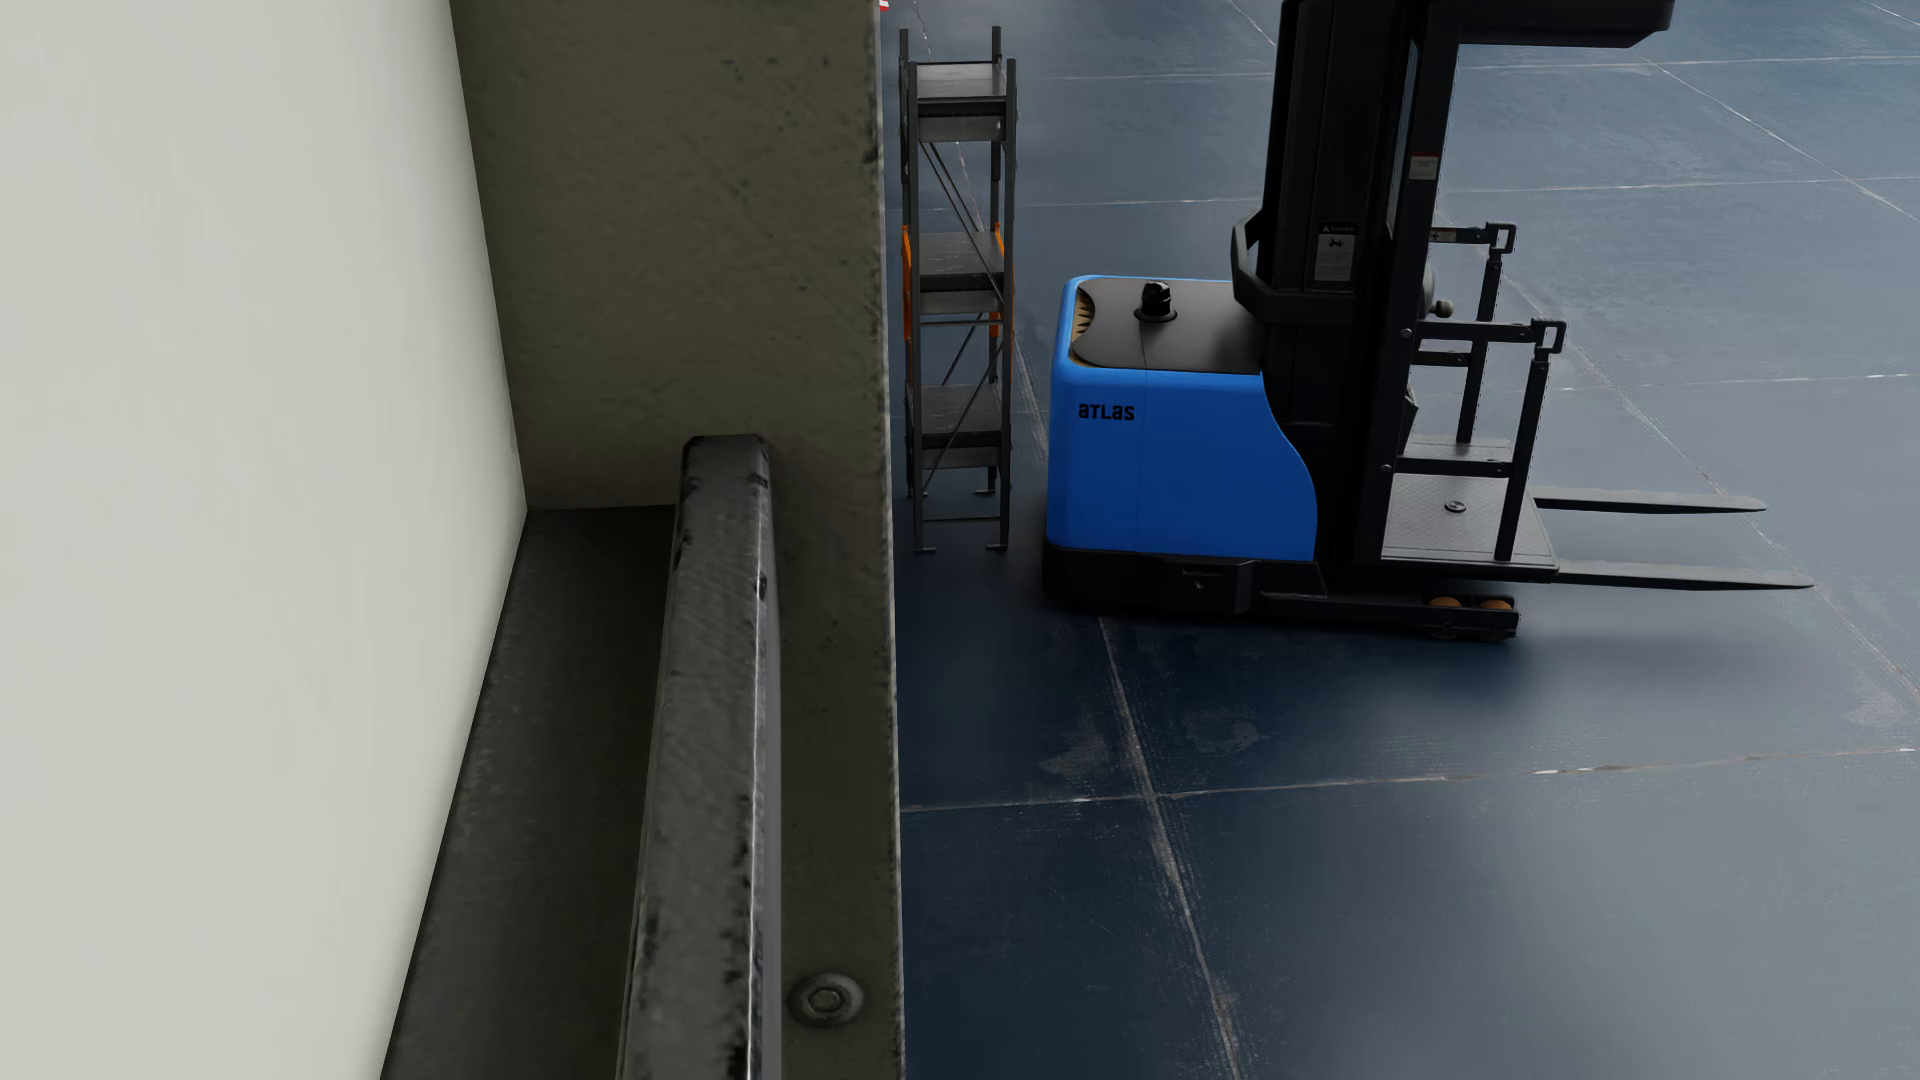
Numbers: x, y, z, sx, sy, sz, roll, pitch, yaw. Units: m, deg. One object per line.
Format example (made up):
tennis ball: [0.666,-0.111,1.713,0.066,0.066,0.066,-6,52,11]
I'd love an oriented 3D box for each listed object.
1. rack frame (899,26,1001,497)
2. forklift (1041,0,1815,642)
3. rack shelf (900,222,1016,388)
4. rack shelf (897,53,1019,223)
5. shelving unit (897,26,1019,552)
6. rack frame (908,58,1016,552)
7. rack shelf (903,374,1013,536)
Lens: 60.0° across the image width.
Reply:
rack frame: [-0.038,-1.111,7.062,0.400,2.100,0.015,-3,31,-5]
forklift: [1.884,-1.142,6.304,3.031,2.935,1.130,3,31,5]
rack shelf: [-0.015,-0.974,6.860,0.431,0.518,0.480,-3,31,-5]
rack shelf: [-0.015,-1.575,6.501,0.431,0.518,0.480,-3,31,-5]
shelving unit: [-0.015,-0.986,6.853,0.431,2.100,0.503,-3,31,-5]
rack frame: [0.007,-0.861,6.644,0.400,2.100,0.015,-3,31,-5]
rack shelf: [-0.015,-0.373,7.219,0.431,0.518,0.480,-3,31,-5]
